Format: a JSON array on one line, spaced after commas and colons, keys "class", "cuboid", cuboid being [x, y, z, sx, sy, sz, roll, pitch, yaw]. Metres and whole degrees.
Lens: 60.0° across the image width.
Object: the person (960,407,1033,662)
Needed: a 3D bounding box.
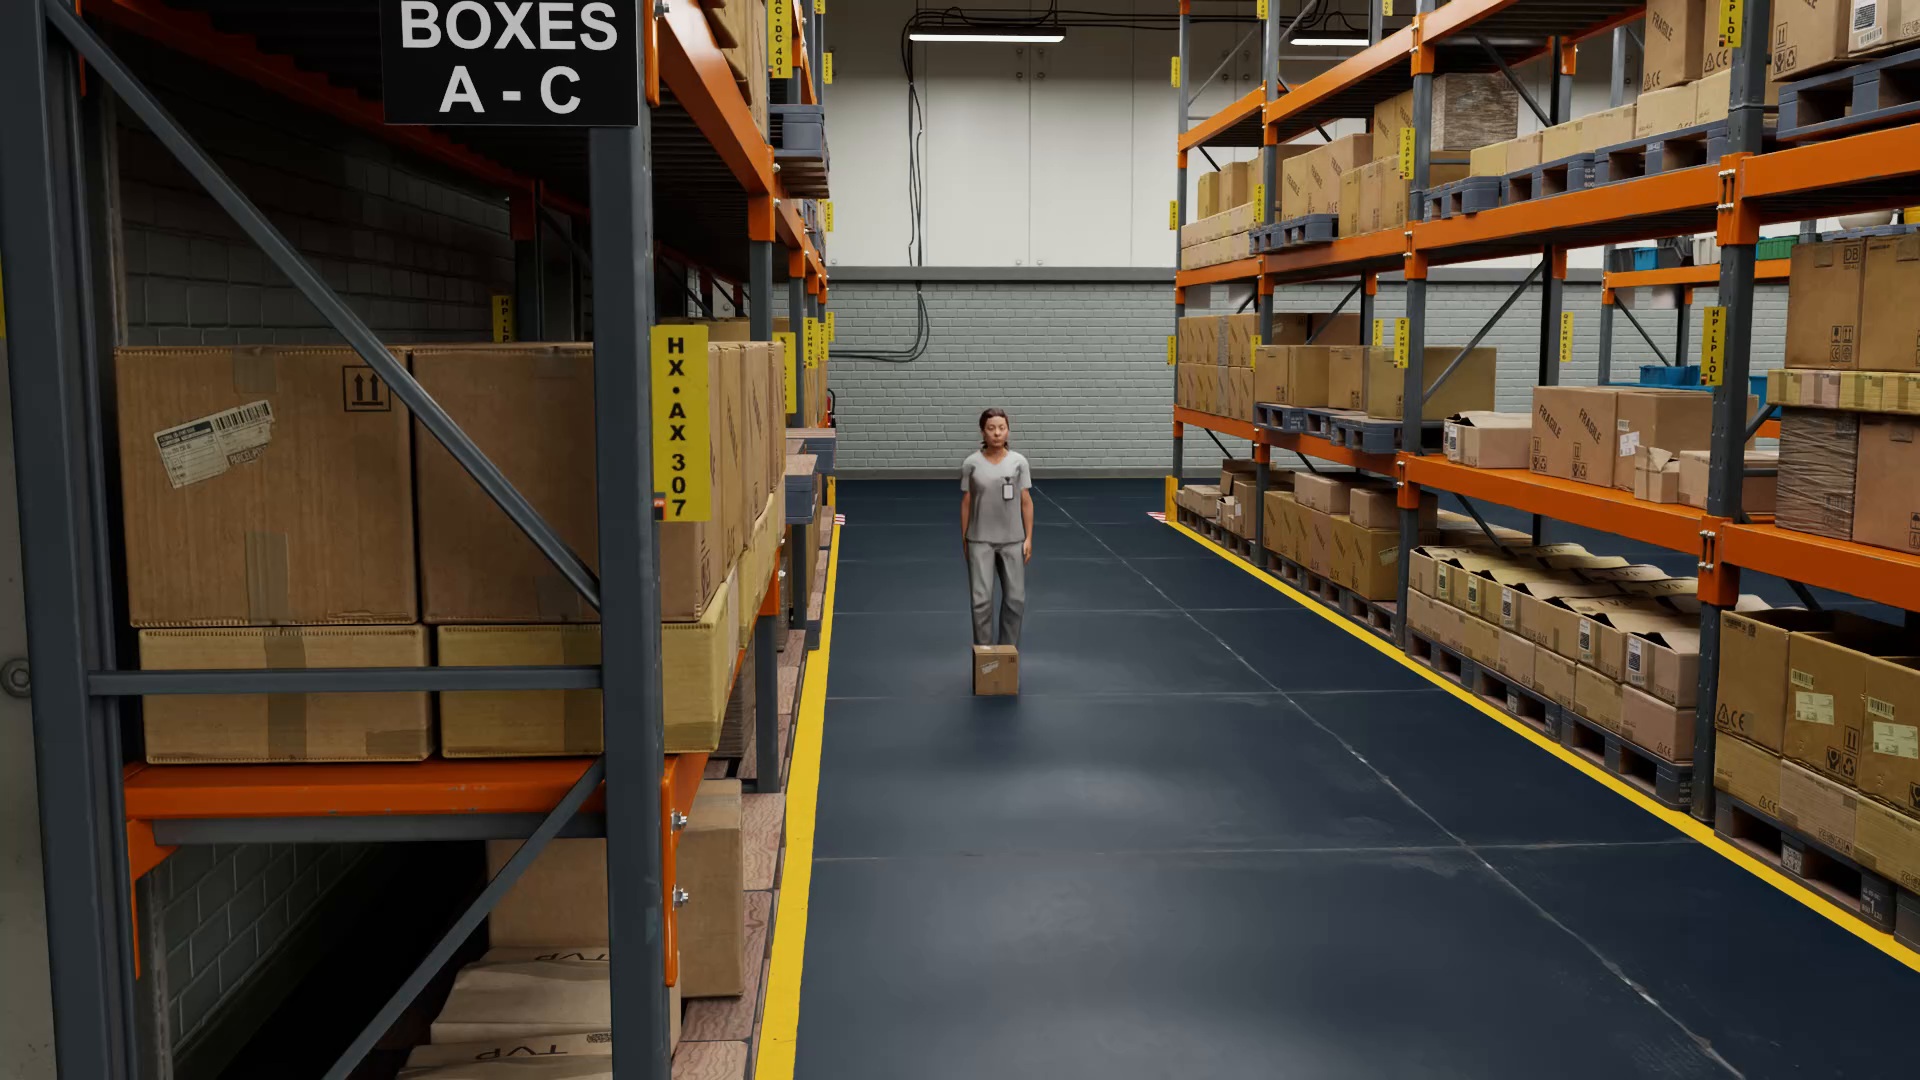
[{"class": "person", "cuboid": [0.225, 0.045, 10.207, 0.451, 1.707, 0.422, 0, 7, -2]}]
